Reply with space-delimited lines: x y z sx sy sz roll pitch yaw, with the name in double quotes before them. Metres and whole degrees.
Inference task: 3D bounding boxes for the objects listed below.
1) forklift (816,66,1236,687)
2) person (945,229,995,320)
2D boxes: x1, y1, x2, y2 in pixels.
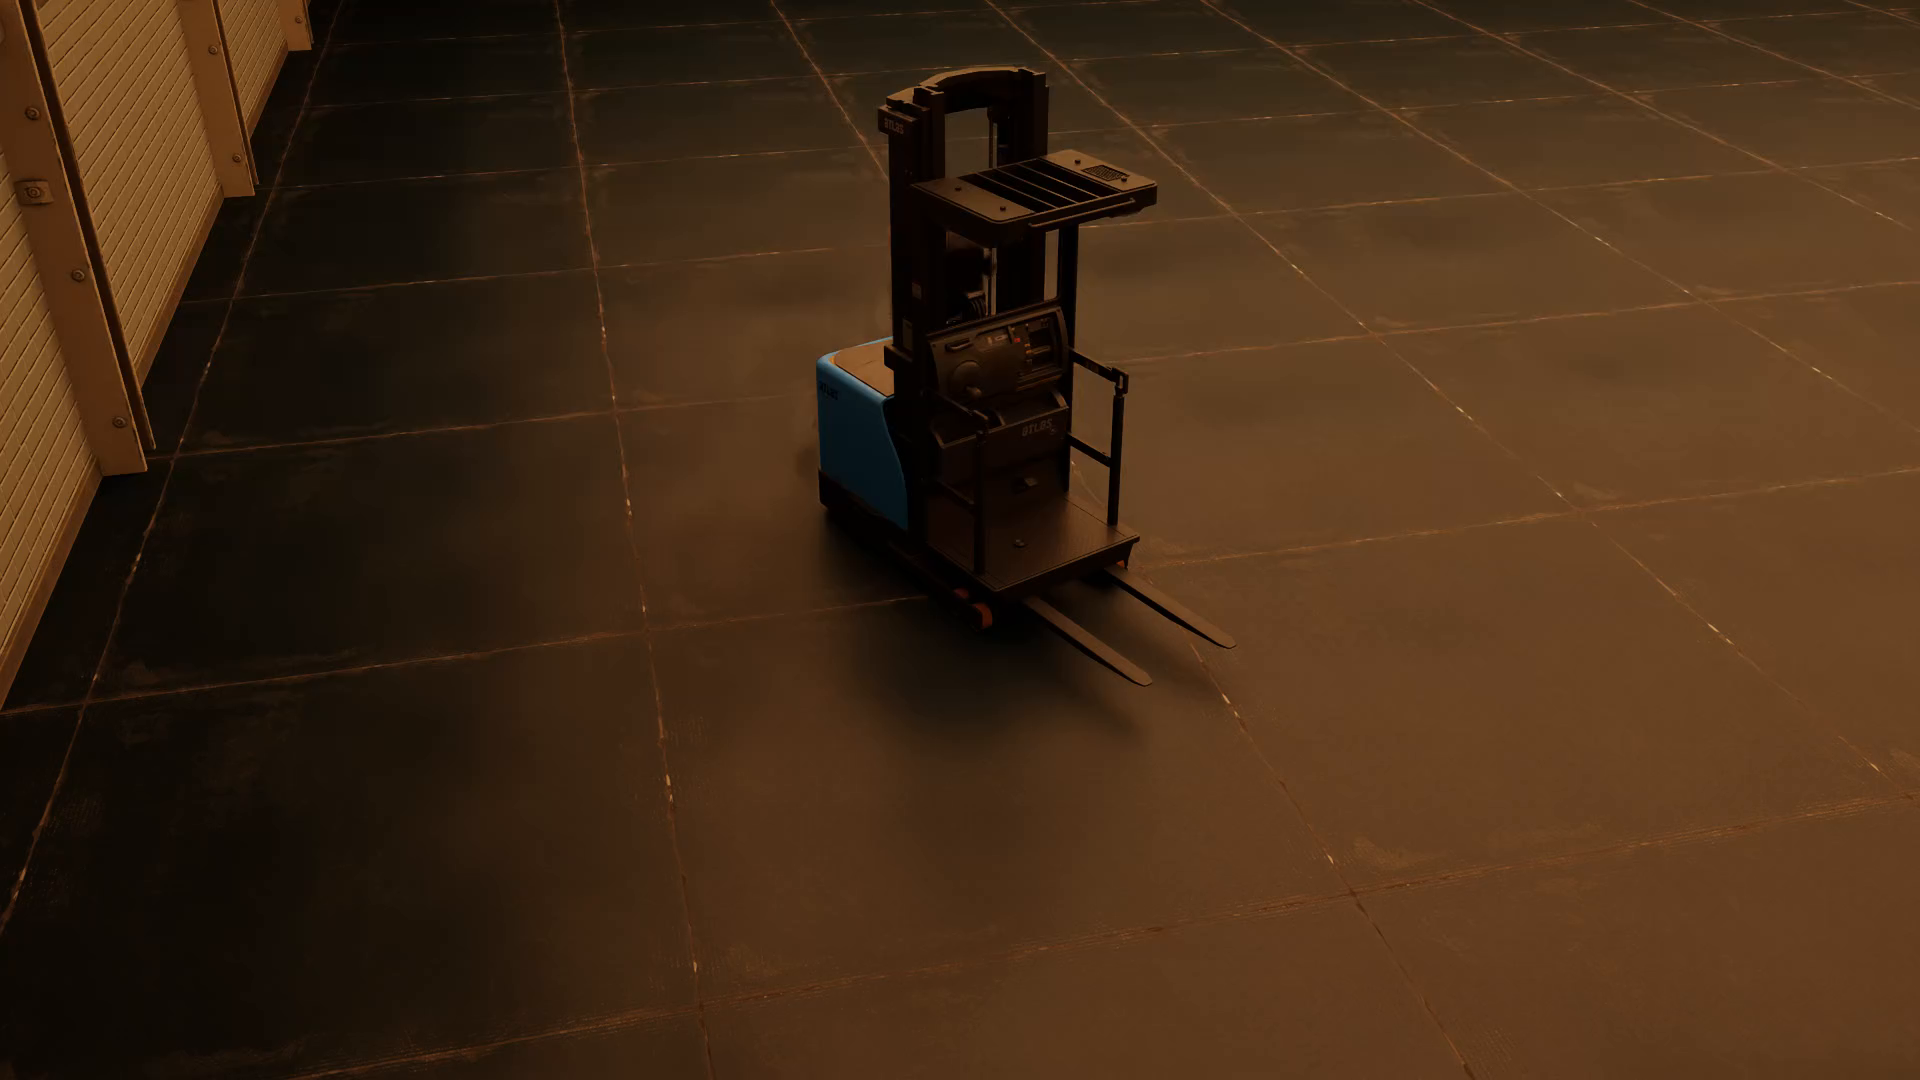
"forklift" 0.355 -1.021 9.338 1.130 2.935 3.031 -20 35 -30
"person" -0.069 -1.632 11.695 0.595 1.643 0.780 5 30 8
